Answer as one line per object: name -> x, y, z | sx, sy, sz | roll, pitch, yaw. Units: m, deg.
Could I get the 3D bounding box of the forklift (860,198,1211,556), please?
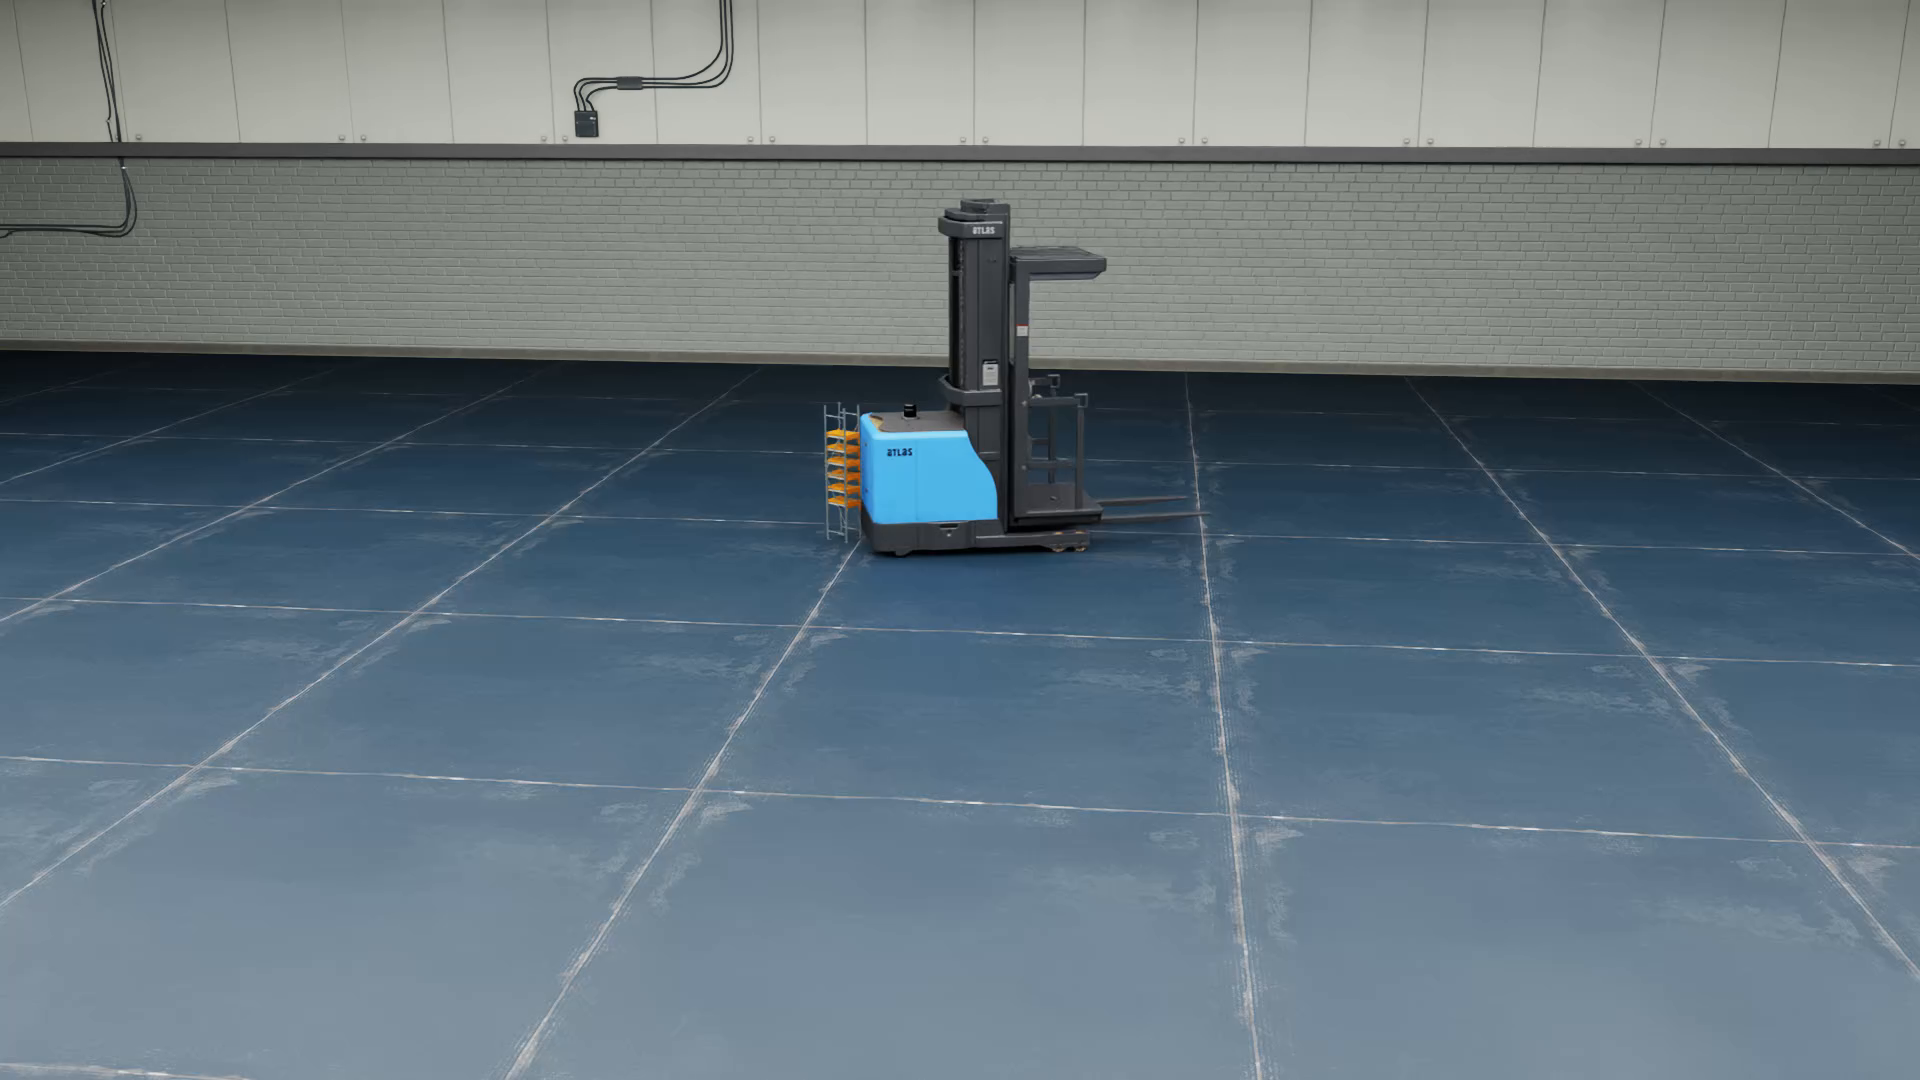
forklift -> 0.668, -1.449, 14.404 | 3.031, 2.935, 1.130 | -3, 15, -10

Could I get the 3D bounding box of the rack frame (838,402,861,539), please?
rack frame -> -0.966, -0.603, 14.594 | 0.240, 1.200, 0.006 | 11, 19, 36

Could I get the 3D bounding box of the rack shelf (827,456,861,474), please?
rack shelf -> -1.023, -0.657, 14.504 | 0.258, 0.103, 0.180 | 11, 19, 36

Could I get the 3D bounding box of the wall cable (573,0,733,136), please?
wall cable -> -4.281, -8.574, 22.614 | 2.305, 6.003, 0.169 | 2, 15, 6

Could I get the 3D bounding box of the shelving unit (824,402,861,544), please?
shelving unit -> -1.023, -0.584, 14.524 | 0.258, 1.200, 0.189 | 11, 19, 36

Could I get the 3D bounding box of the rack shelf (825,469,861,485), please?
rack shelf -> -1.023, -0.541, 14.535 | 0.258, 0.103, 0.180 | 11, 19, 36

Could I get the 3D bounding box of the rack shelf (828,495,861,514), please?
rack shelf -> -1.023, -0.310, 14.598 | 0.258, 0.103, 0.180 | 11, 19, 36

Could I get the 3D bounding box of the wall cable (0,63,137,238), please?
wall cable -> -13.712, -5.717, 24.512 | 3.097, 2.526, 0.112 | 2, 15, 6

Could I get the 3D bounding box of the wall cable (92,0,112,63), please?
wall cable -> -11.024, -8.075, 23.559 | 3.097, 2.526, 0.112 | 2, 15, 6

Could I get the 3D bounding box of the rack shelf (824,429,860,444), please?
rack shelf -> -1.023, -0.889, 14.441 | 0.258, 0.103, 0.180 | 11, 19, 36

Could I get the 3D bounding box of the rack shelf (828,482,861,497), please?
rack shelf -> -1.023, -0.425, 14.567 | 0.258, 0.103, 0.180 | 11, 19, 36

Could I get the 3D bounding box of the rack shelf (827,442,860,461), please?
rack shelf -> -1.023, -0.773, 14.473 | 0.258, 0.103, 0.180 | 11, 19, 36

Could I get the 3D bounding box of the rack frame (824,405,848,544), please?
rack frame -> -1.079, -0.565, 14.454 | 0.240, 1.200, 0.006 | 11, 19, 36
